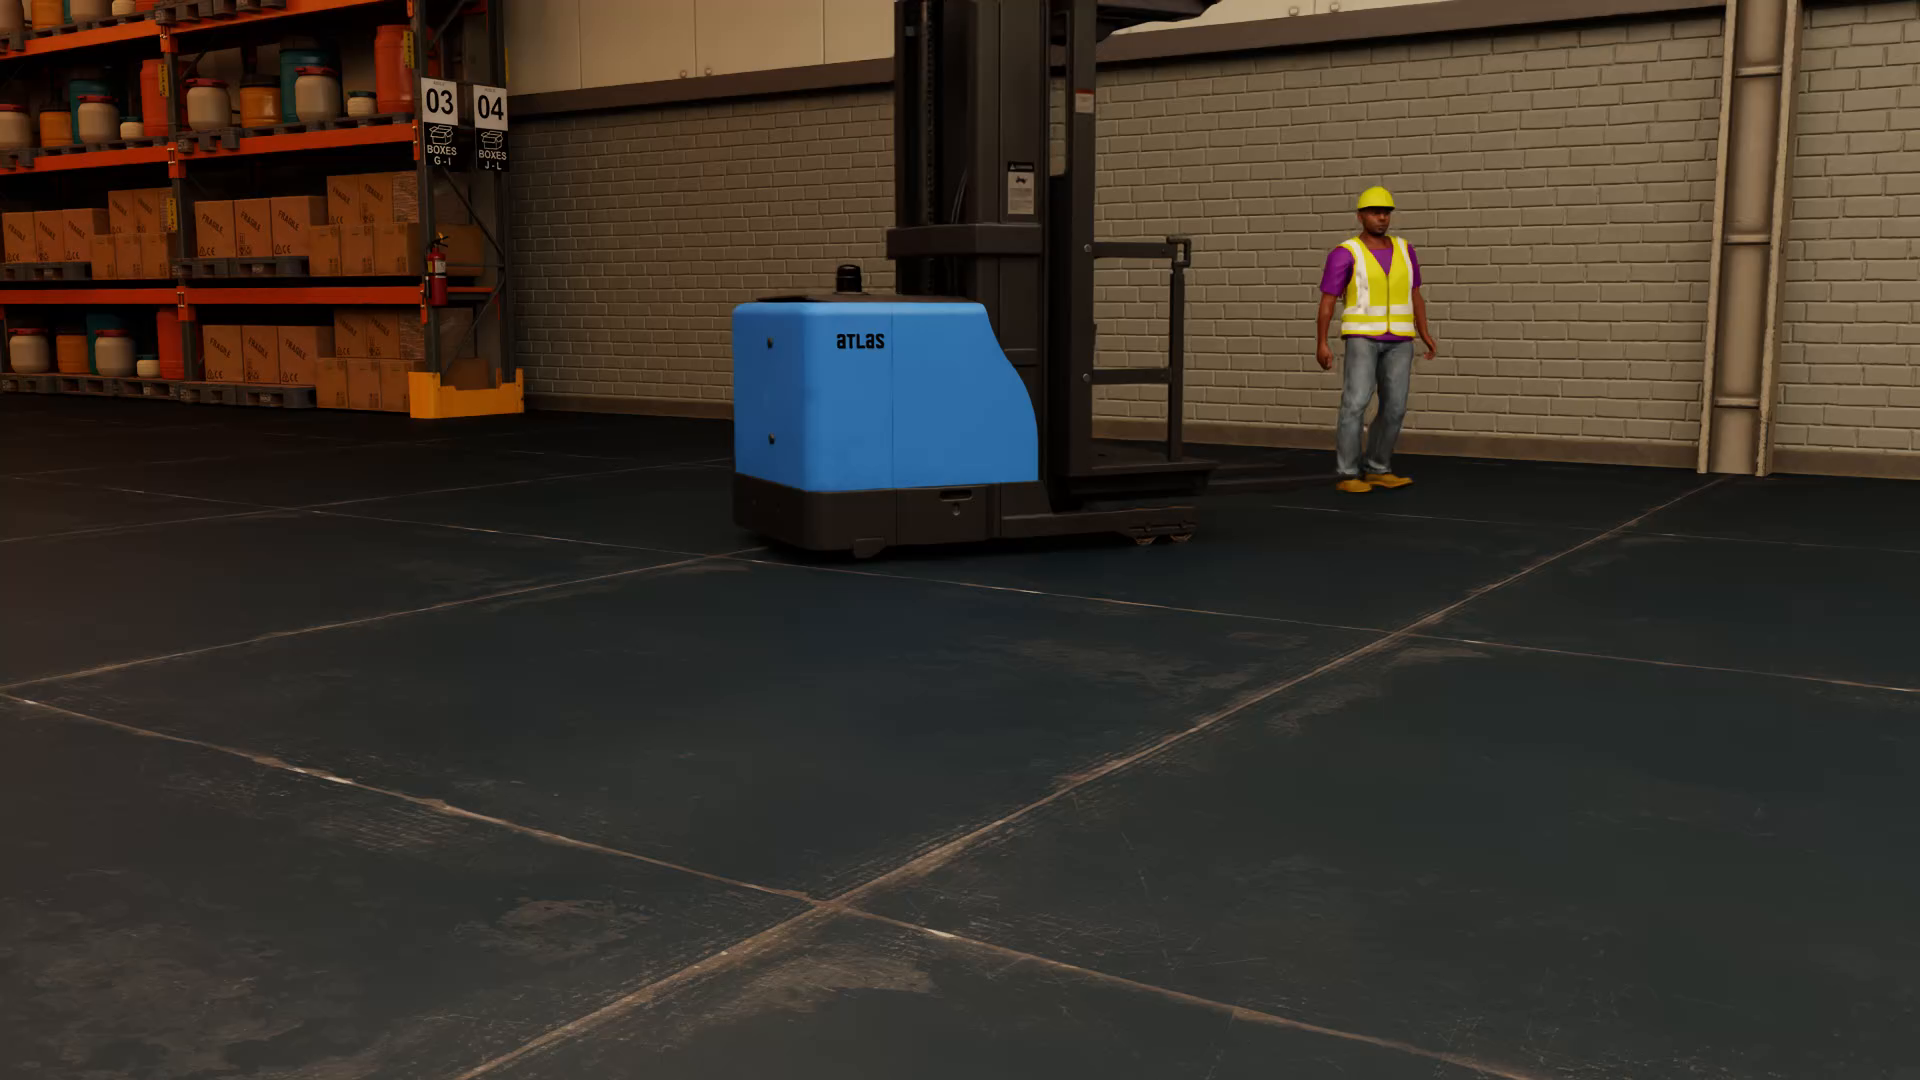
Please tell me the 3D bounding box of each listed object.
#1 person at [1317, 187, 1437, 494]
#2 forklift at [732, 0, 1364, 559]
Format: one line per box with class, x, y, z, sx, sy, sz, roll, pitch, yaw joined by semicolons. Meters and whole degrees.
person;2.417;-1.142;9.568;0.681;1.757;0.481;-1;8;-9
forklift;0.510;-1.493;7.692;3.031;2.935;1.130;-4;9;-27
